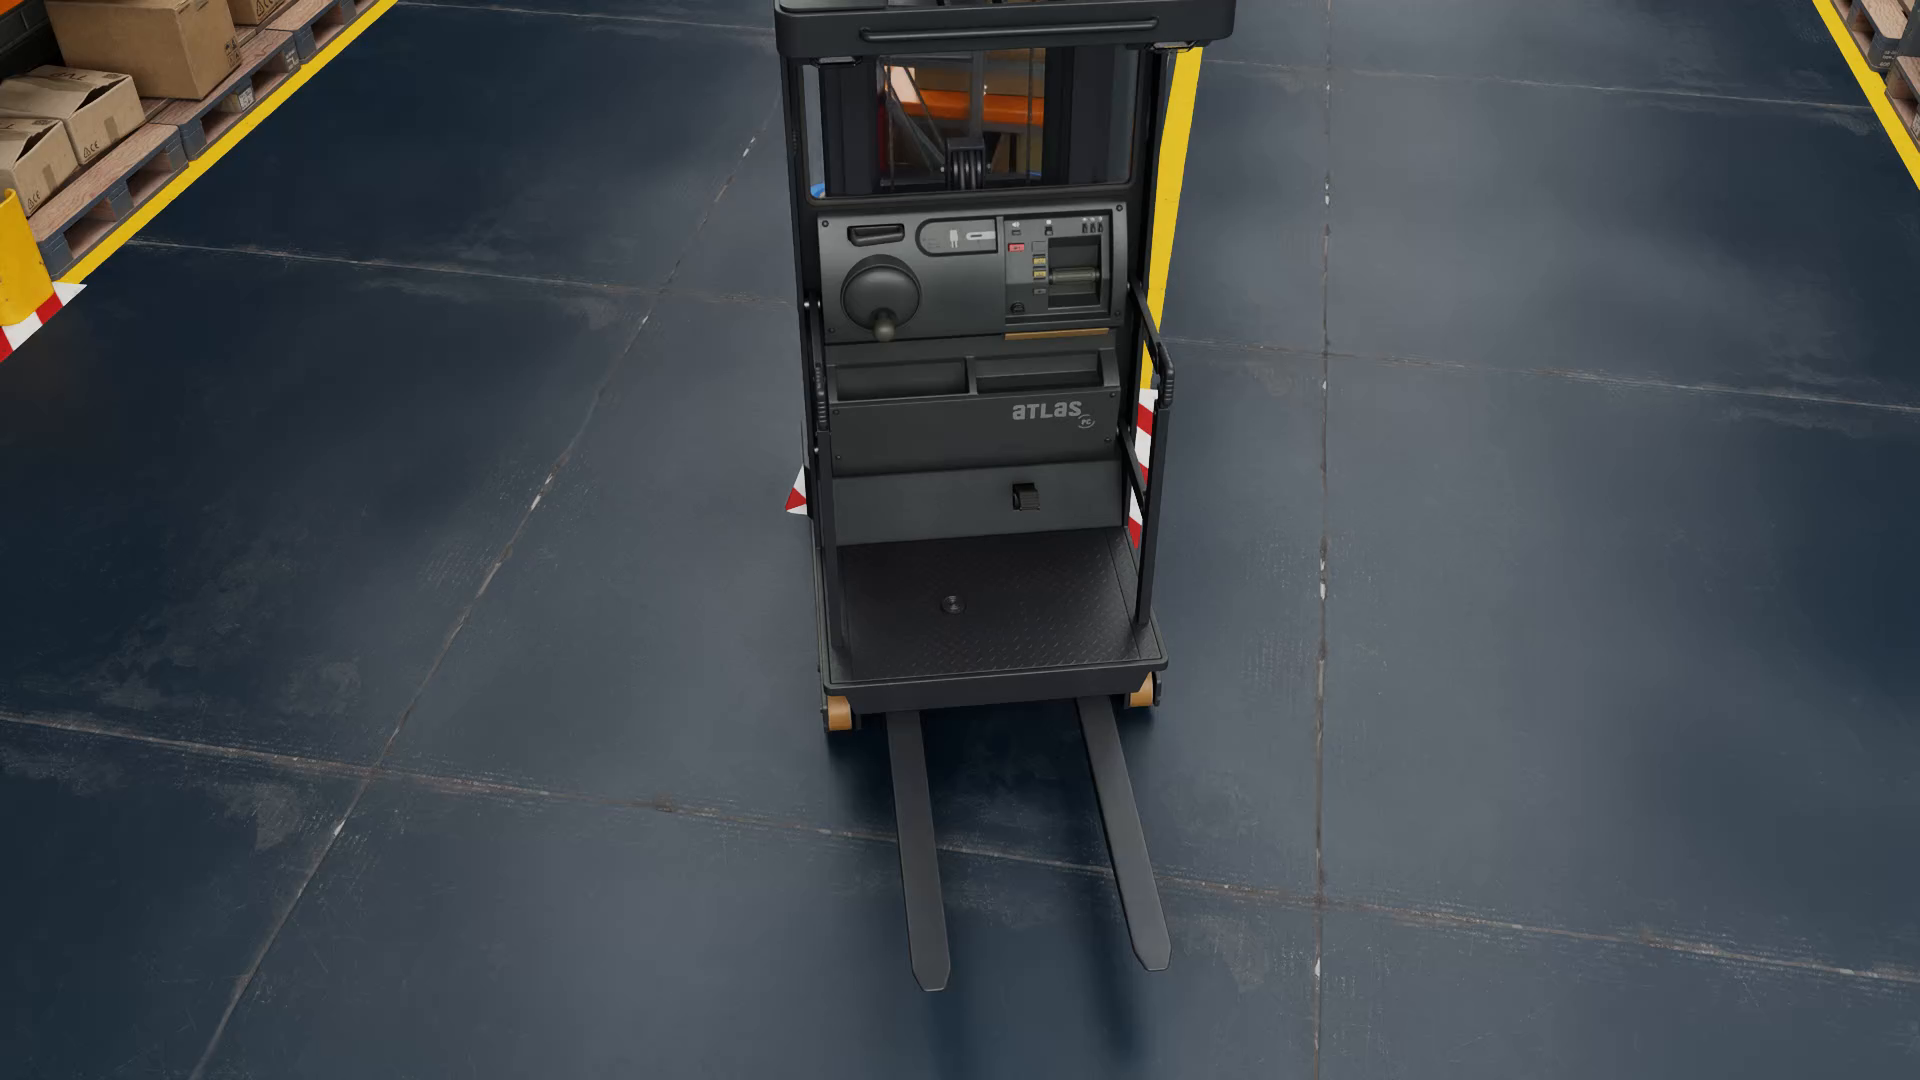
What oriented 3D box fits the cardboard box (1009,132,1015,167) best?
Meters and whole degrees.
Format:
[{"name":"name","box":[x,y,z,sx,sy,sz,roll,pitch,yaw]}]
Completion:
[{"name":"cardboard box","box":[0.080,-2.072,7.642,0.500,0.500,0.500,6,40,8]}]

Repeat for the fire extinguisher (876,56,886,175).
[{"name":"fire extinguisher","box":[-0.356,-1.630,5.928,0.296,0.674,0.183,6,40,8]}]

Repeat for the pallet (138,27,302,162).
[{"name":"pallet","box":[-4.356,-2.469,9.070,1.003,0.211,1.213,6,40,8]}]

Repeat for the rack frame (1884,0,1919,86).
[{"name":"rack frame","box":[5.692,-3.644,8.304,1.000,3.000,0.127,6,40,8]}]

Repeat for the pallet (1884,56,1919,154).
[{"name":"pallet","box":[5.535,-2.153,8.688,1.003,0.211,1.213,6,40,8]}]

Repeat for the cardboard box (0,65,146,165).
[{"name":"cardboard box","box":[-4.451,-2.142,8.251,0.500,0.311,0.500,10,41,11]}]

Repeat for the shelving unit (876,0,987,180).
[{"name":"shelving unit","box":[-0.138,-1.108,6.143,0.431,2.100,0.503,1,32,-1]}]

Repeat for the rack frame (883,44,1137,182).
[{"name":"rack frame","box":[0.122,-1.682,5.931,1.000,3.000,0.127,6,40,8]}]

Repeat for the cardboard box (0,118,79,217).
[{"name":"cardboard box","box":[-4.550,-1.784,7.818,0.500,0.311,0.500,2,40,3]}]

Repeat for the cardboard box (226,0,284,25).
[{"name":"cardboard box","box":[-4.206,-3.287,9.488,0.500,0.500,0.500,4,40,4]}]

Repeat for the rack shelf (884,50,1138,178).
[{"name":"rack shelf","box":[0.468,-2.660,7.678,1.077,0.370,4.000,6,40,8]}]

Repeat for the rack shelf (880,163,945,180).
[{"name":"rack shelf","box":[-0.139,-1.097,6.150,0.431,0.518,0.480,1,32,-1]}]

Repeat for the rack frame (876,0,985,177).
[{"name":"rack frame","box":[-0.137,-0.979,5.936,0.400,2.100,0.015,1,32,-1]}]

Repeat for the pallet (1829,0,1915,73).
[{"name":"pallet","box":[5.790,-3.067,9.793,1.003,0.211,1.213,6,40,8]}]

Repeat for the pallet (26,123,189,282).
[{"name":"pallet","box":[-4.569,-1.705,8.147,1.003,0.211,1.213,6,40,8]}]

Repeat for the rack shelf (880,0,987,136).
[{"name":"rack shelf","box":[-0.124,-1.690,5.779,0.431,0.518,0.480,1,32,-1]}]

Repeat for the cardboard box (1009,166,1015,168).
[{"name":"cardboard box","box":[0.083,-1.783,7.881,0.500,0.250,0.500,6,40,8]}]

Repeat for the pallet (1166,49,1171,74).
[{"name":"pallet","box":[0.635,-2.624,9.258,1.003,0.211,1.213,6,40,8]}]

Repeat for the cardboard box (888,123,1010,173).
[{"name":"cardboard box","box":[-0.079,-1.443,6.881,0.500,0.500,0.500,6,40,8]}]

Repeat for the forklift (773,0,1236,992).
[{"name":"forklift","box":[0.068,-0.734,4.838,1.130,2.935,3.031,-4,40,-5]}]

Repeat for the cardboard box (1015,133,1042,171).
[{"name":"cardboard box","box":[0.518,-1.700,7.191,0.500,0.500,0.500,6,40,8]}]

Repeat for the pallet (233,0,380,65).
[{"name":"pallet","box":[-4.147,-3.237,9.999,1.003,0.211,1.213,6,40,8]}]

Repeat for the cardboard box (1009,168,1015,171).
[{"name":"cardboard box","box":[-0.002,-1.469,7.501,0.500,0.250,0.500,6,40,8]}]

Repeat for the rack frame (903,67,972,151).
[{"name":"rack frame","box":[-0.140,-1.238,6.350,0.400,2.100,0.015,1,32,-1]}]

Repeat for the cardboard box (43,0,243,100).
[{"name":"cardboard box","box":[-4.275,-2.669,8.741,0.700,0.500,0.500,4,40,5]}]

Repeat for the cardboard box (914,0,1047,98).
[{"name":"cardboard box","box":[0.215,-2.012,6.252,0.700,0.500,0.500,6,40,8]}]

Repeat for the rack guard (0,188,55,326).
[{"name":"rack guard","box":[-4.745,-1.311,7.443,1.175,0.500,0.348,6,40,8]}]
